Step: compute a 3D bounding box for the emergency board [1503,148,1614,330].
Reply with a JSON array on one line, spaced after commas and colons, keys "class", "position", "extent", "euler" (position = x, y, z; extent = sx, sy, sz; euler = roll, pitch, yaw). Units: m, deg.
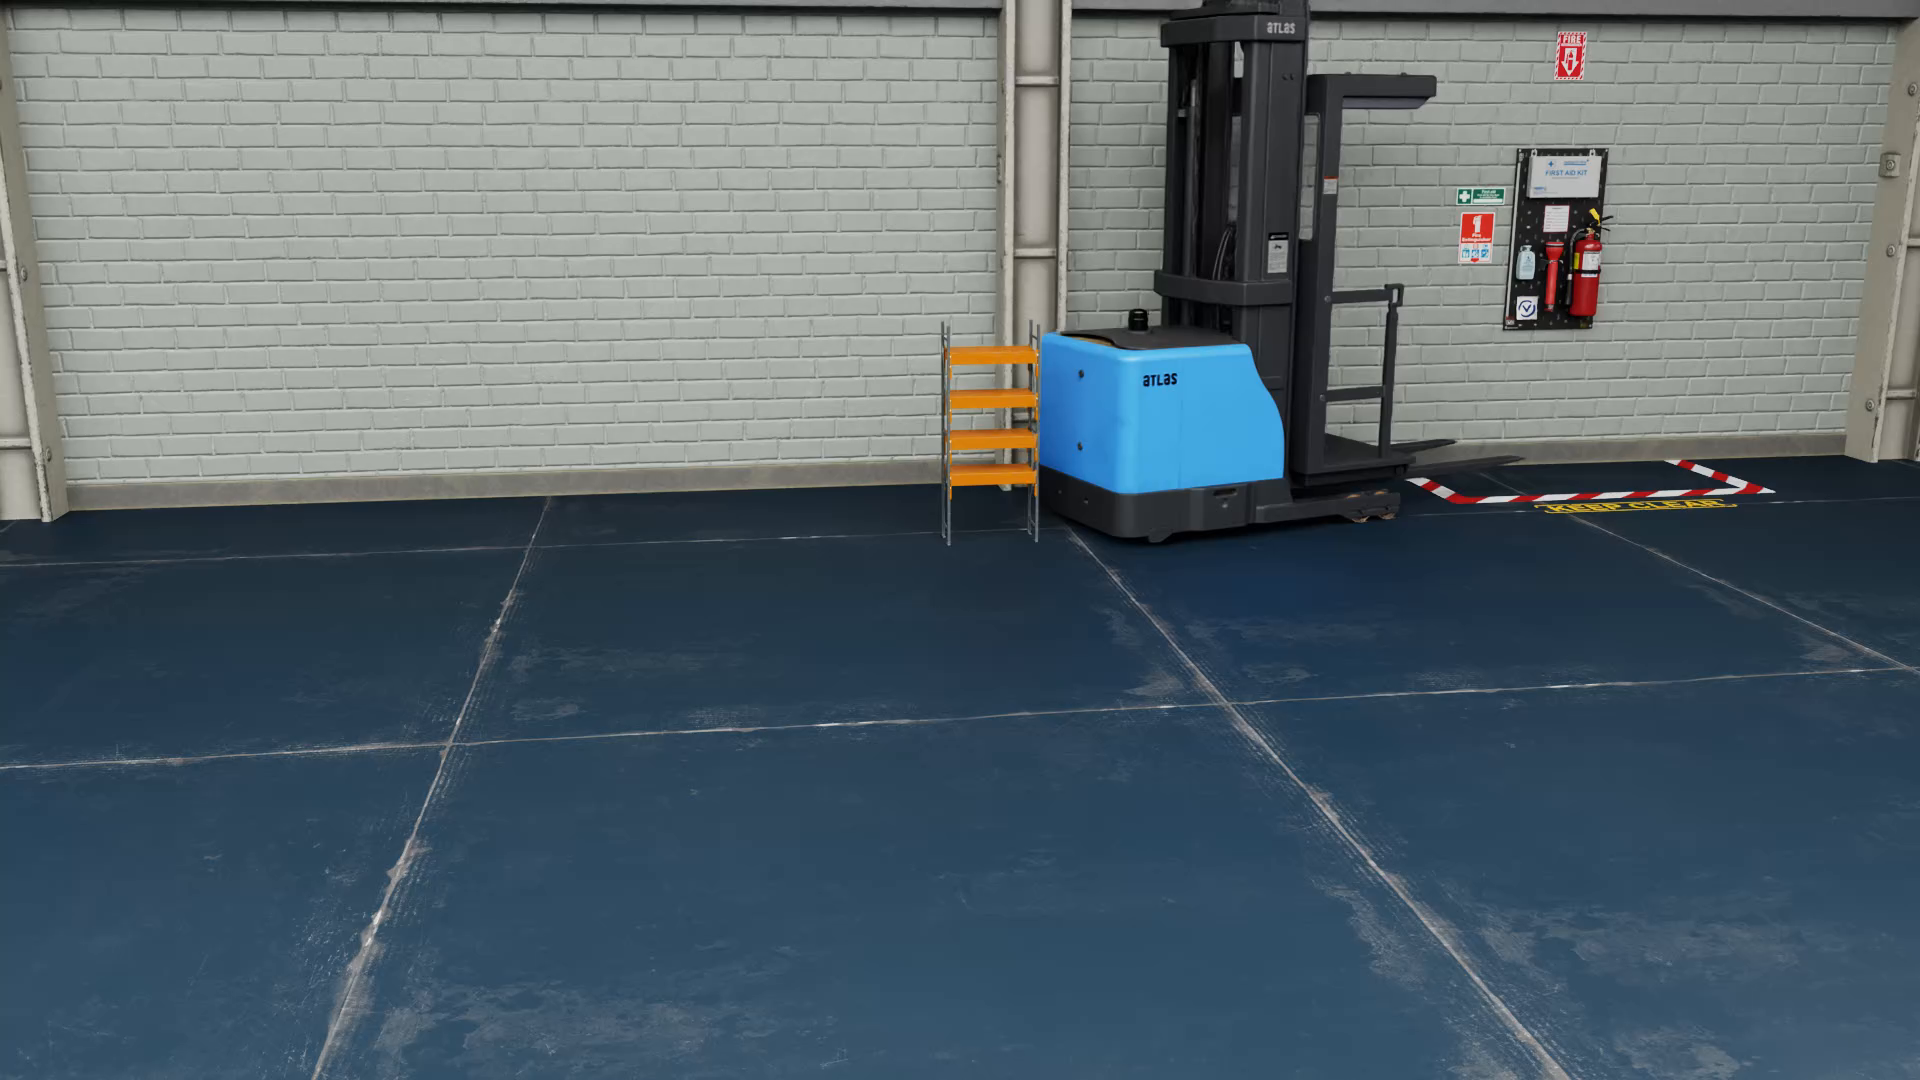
[{"class": "emergency board", "position": [3.927, -1.947, 10.818], "extent": [0.643, 1.169, 0.194], "euler": [-2, 14, -8]}]

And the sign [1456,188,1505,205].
[{"class": "sign", "position": [3.370, -2.224, 10.761], "extent": [0.331, 0.109, 0.001], "euler": [-2, 14, -8]}]

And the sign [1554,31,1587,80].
[{"class": "sign", "position": [3.904, -3.095, 10.631], "extent": [0.199, 0.298, 0.001], "euler": [-2, 14, -8]}]

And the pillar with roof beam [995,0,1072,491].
[{"class": "pillar with roof beam", "position": [1.084, -3.684, 5.413], "extent": [0.400, 9.000, 9.100], "euler": [-2, 14, -8]}]

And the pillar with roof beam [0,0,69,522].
[{"class": "pillar with roof beam", "position": [-4.849, -3.467, 4.546], "extent": [0.400, 9.000, 9.100], "euler": [-2, 14, -8]}]

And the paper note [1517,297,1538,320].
[{"class": "paper note", "position": [3.741, -1.530, 10.966], "extent": [0.142, 0.148, 0.016], "euler": [-2, 14, -8]}]

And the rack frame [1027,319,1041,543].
[{"class": "rack frame", "position": [0.405, -0.597, 9.135], "extent": [0.015, 1.200, 0.240], "euler": [-2, 14, -8]}]

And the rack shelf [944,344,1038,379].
[{"class": "rack shelf", "position": [0.164, -0.969, 9.004], "extent": [0.480, 0.148, 0.258], "euler": [-2, 14, -8]}]

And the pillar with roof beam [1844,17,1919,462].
[{"class": "pillar with roof beam", "position": [7.017, -3.902, 6.280], "extent": [0.400, 9.000, 9.100], "euler": [-2, 14, -8]}]

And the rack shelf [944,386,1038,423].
[{"class": "rack shelf", "position": [0.164, -0.740, 9.062], "extent": [0.480, 0.148, 0.258], "euler": [-2, 14, -8]}]

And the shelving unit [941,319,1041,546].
[{"class": "shelving unit", "position": [0.164, -0.588, 9.100], "extent": [0.503, 1.200, 0.258], "euler": [-2, 14, -8]}]

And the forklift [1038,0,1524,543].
[{"class": "forklift", "position": [2.001, -1.628, 9.688], "extent": [3.031, 2.935, 1.130], "euler": [-7, 16, -25]}]

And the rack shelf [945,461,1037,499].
[{"class": "rack shelf", "position": [0.164, -0.330, 9.164], "extent": [0.480, 0.148, 0.258], "euler": [-2, 14, -8]}]

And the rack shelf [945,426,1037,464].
[{"class": "rack shelf", "position": [0.164, -0.523, 9.116], "extent": [0.480, 0.148, 0.258], "euler": [-2, 14, -8]}]

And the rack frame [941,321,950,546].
[{"class": "rack frame", "position": [-0.078, -0.579, 9.065], "extent": [0.015, 1.200, 0.240], "euler": [-2, 14, -8]}]

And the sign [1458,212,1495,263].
[{"class": "sign", "position": [3.365, -1.969, 10.833], "extent": [0.234, 0.329, 0.001], "euler": [-2, 14, -8]}]
